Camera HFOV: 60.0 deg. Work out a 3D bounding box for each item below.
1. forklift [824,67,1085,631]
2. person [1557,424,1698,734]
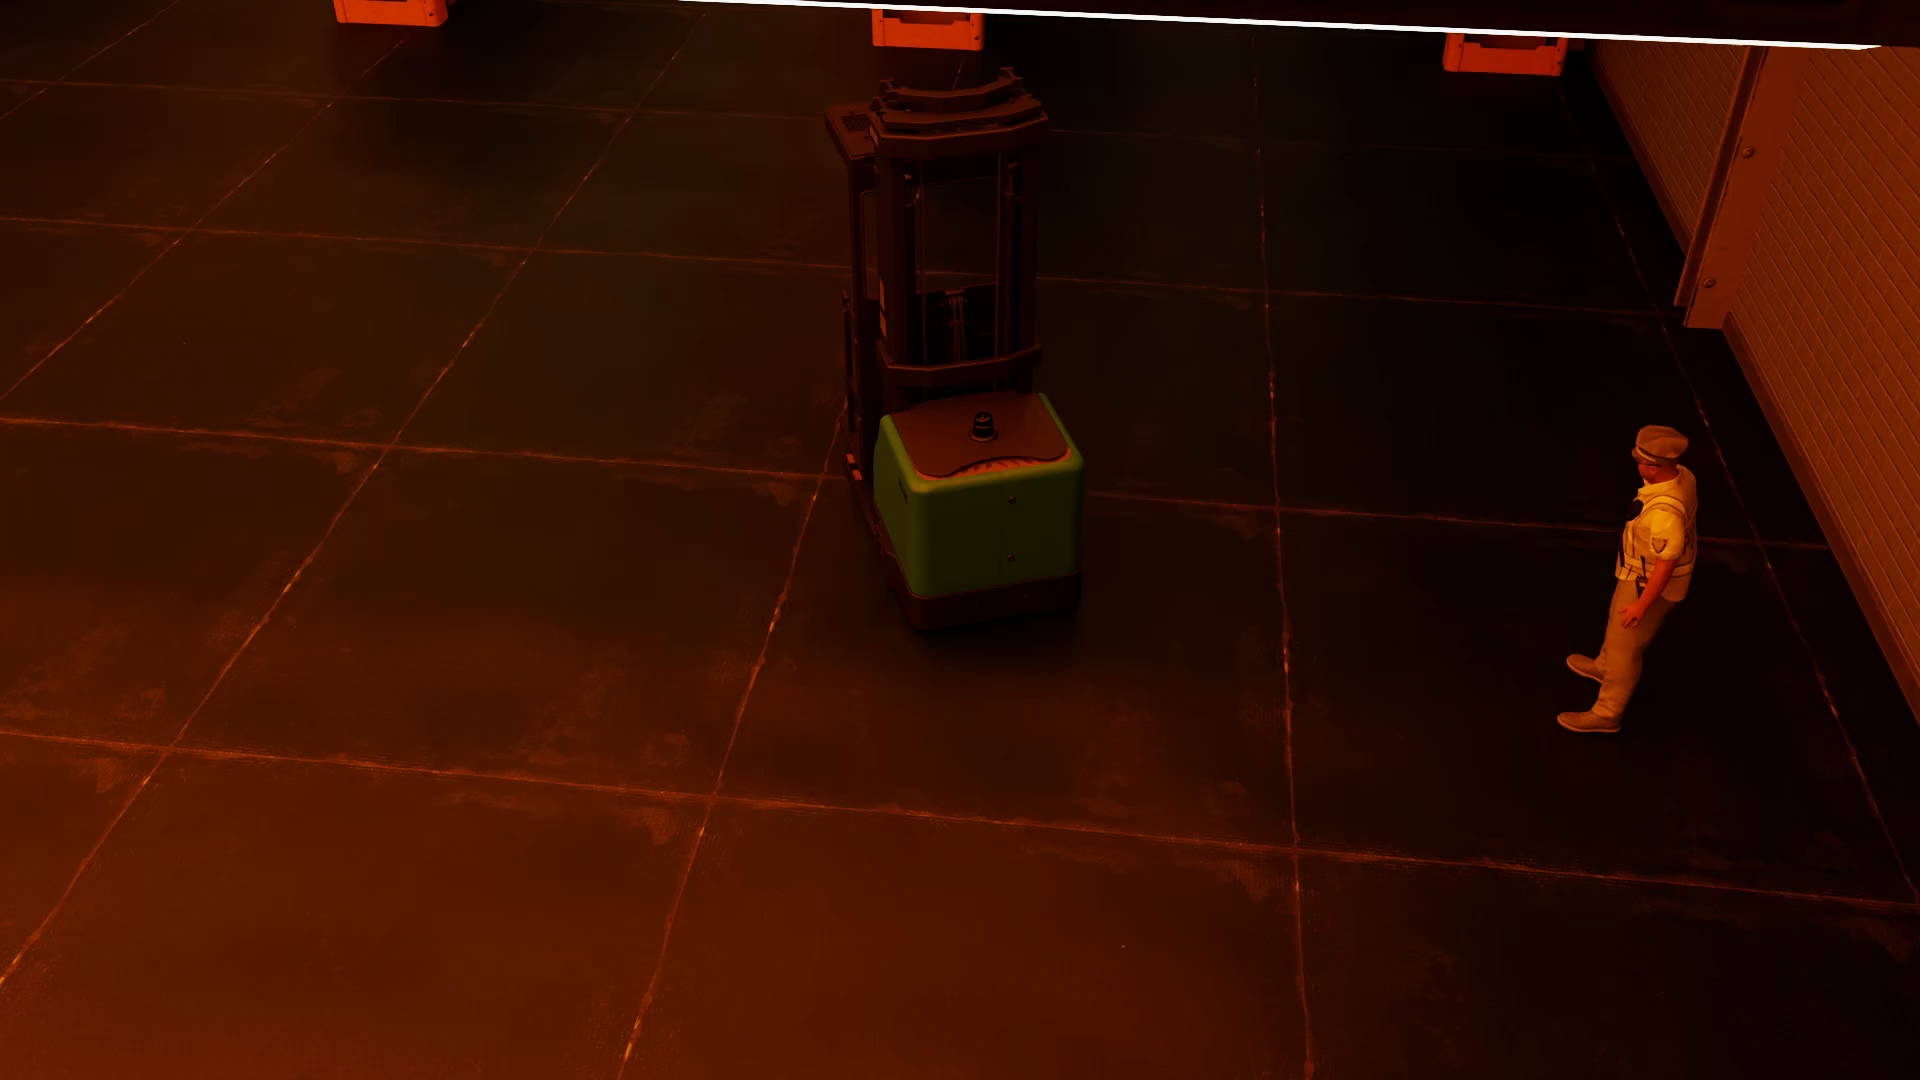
[{"bbox_3d":[-0.159,-1.528,10.103,1.130,2.935,3.031,-9,37,-12],"label":"forklift"},{"bbox_3d":[3.579,0.200,8.757,0.481,1.756,0.669,17,40,21],"label":"person"}]
